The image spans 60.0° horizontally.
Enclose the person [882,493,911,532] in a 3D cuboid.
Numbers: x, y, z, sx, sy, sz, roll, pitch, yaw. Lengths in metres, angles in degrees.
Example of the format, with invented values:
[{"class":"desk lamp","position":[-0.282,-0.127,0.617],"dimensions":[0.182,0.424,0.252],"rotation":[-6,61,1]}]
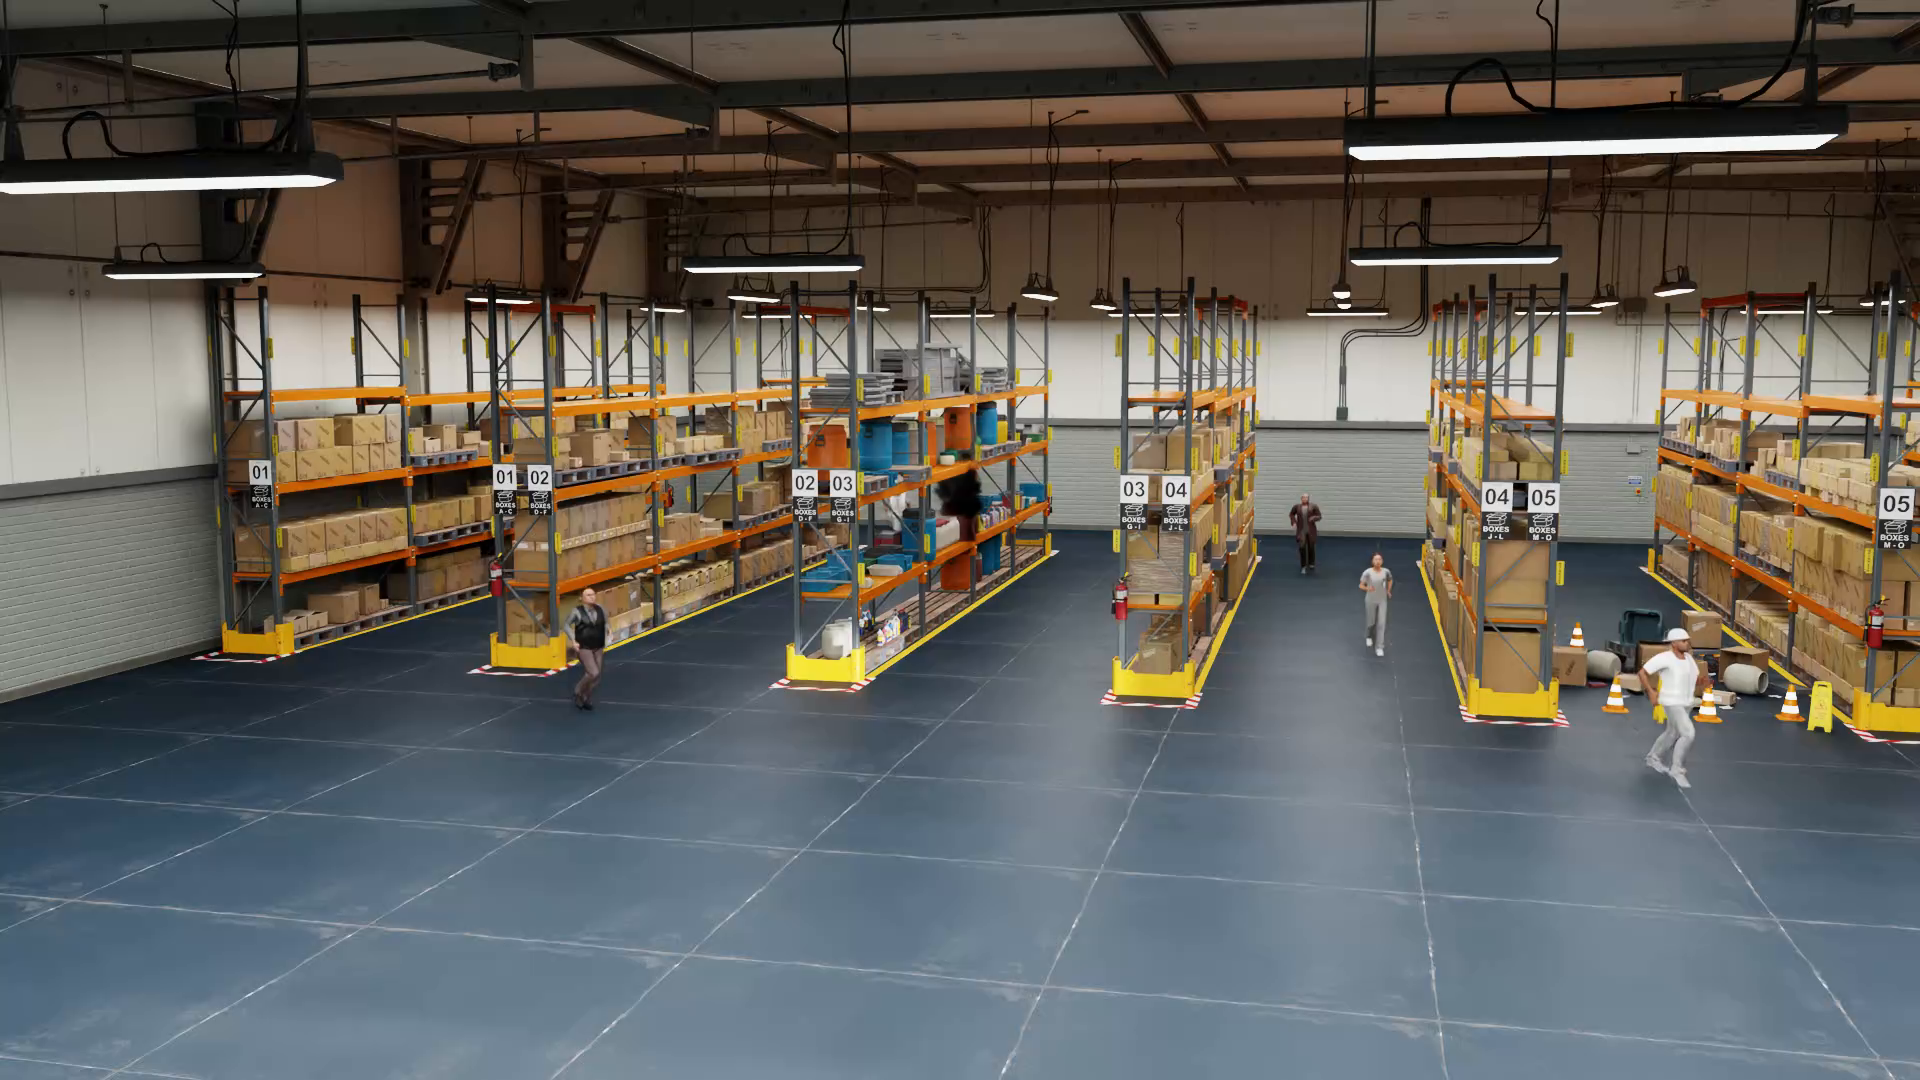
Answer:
[{"class":"person","position":[-1.540,-0.544,40.787],"dimensions":[0.694,1.763,0.806],"rotation":[-1,7,-12]}]

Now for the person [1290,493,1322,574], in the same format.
[{"class":"person","position":[7.744,-0.135,37.286],"dimensions":[0.711,1.861,0.827],"rotation":[1,7,12]}]

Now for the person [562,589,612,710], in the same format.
[{"class":"person","position":[-5.095,1.513,23.051],"dimensions":[0.641,1.690,0.629],"rotation":[-6,9,-44]}]

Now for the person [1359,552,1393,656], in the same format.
[{"class":"person","position":[6.808,1.020,27.186],"dimensions":[0.571,1.639,0.990],"rotation":[0,7,4]}]

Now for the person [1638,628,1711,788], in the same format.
[{"class":"person","position":[8.284,1.928,19.227],"dimensions":[0.674,1.832,0.764],"rotation":[-5,8,-35]}]
